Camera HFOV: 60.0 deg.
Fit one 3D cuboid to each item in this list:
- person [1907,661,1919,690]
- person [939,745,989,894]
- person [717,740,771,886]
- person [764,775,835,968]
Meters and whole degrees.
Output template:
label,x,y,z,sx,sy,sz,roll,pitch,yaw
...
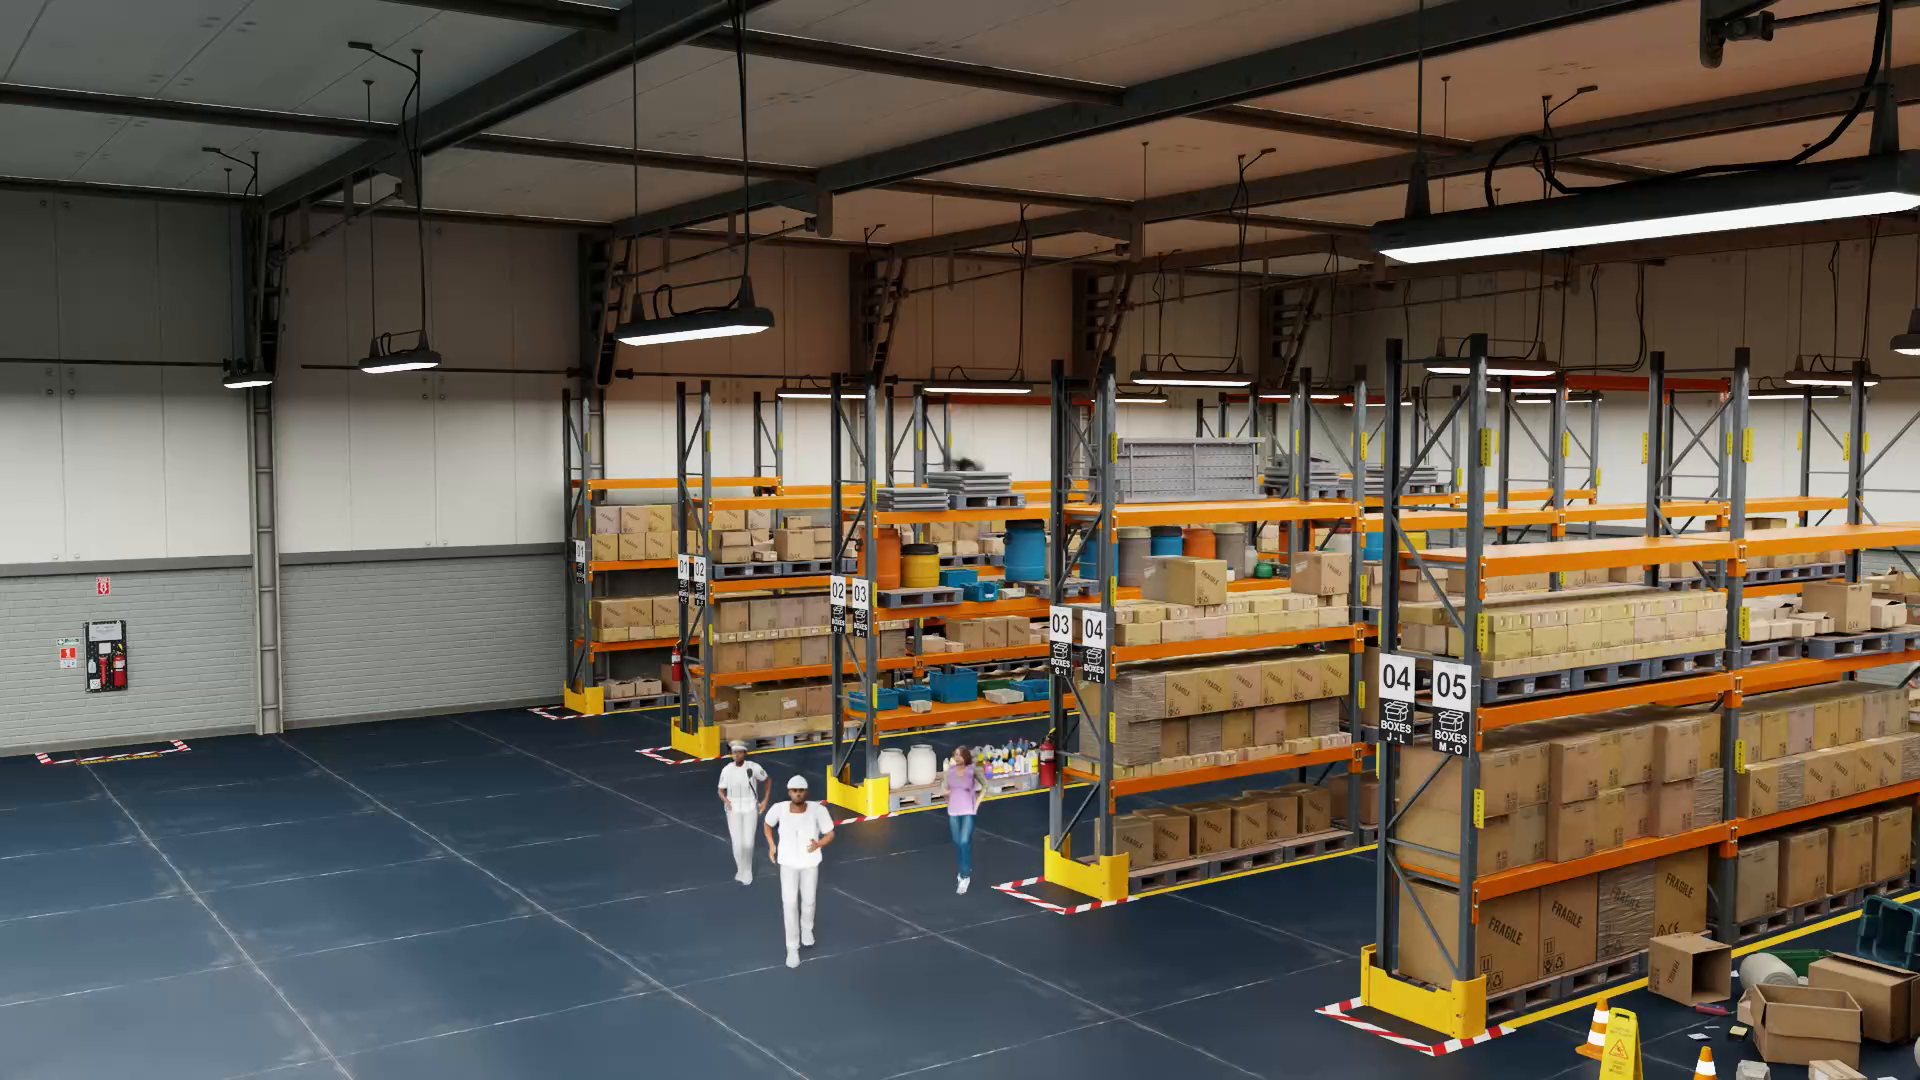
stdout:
label,x,y,z,sx,sy,sz,roll,pitch,yaw
person,15.936,2.567,27.333,0.666,1.707,0.579,0,4,-4
person,0.023,3.159,18.914,0.525,1.630,0.630,2,4,24
person,-2.481,3.112,19.023,0.588,1.673,0.642,0,4,2
person,-1.586,3.205,16.395,0.701,1.792,0.849,0,4,-6
